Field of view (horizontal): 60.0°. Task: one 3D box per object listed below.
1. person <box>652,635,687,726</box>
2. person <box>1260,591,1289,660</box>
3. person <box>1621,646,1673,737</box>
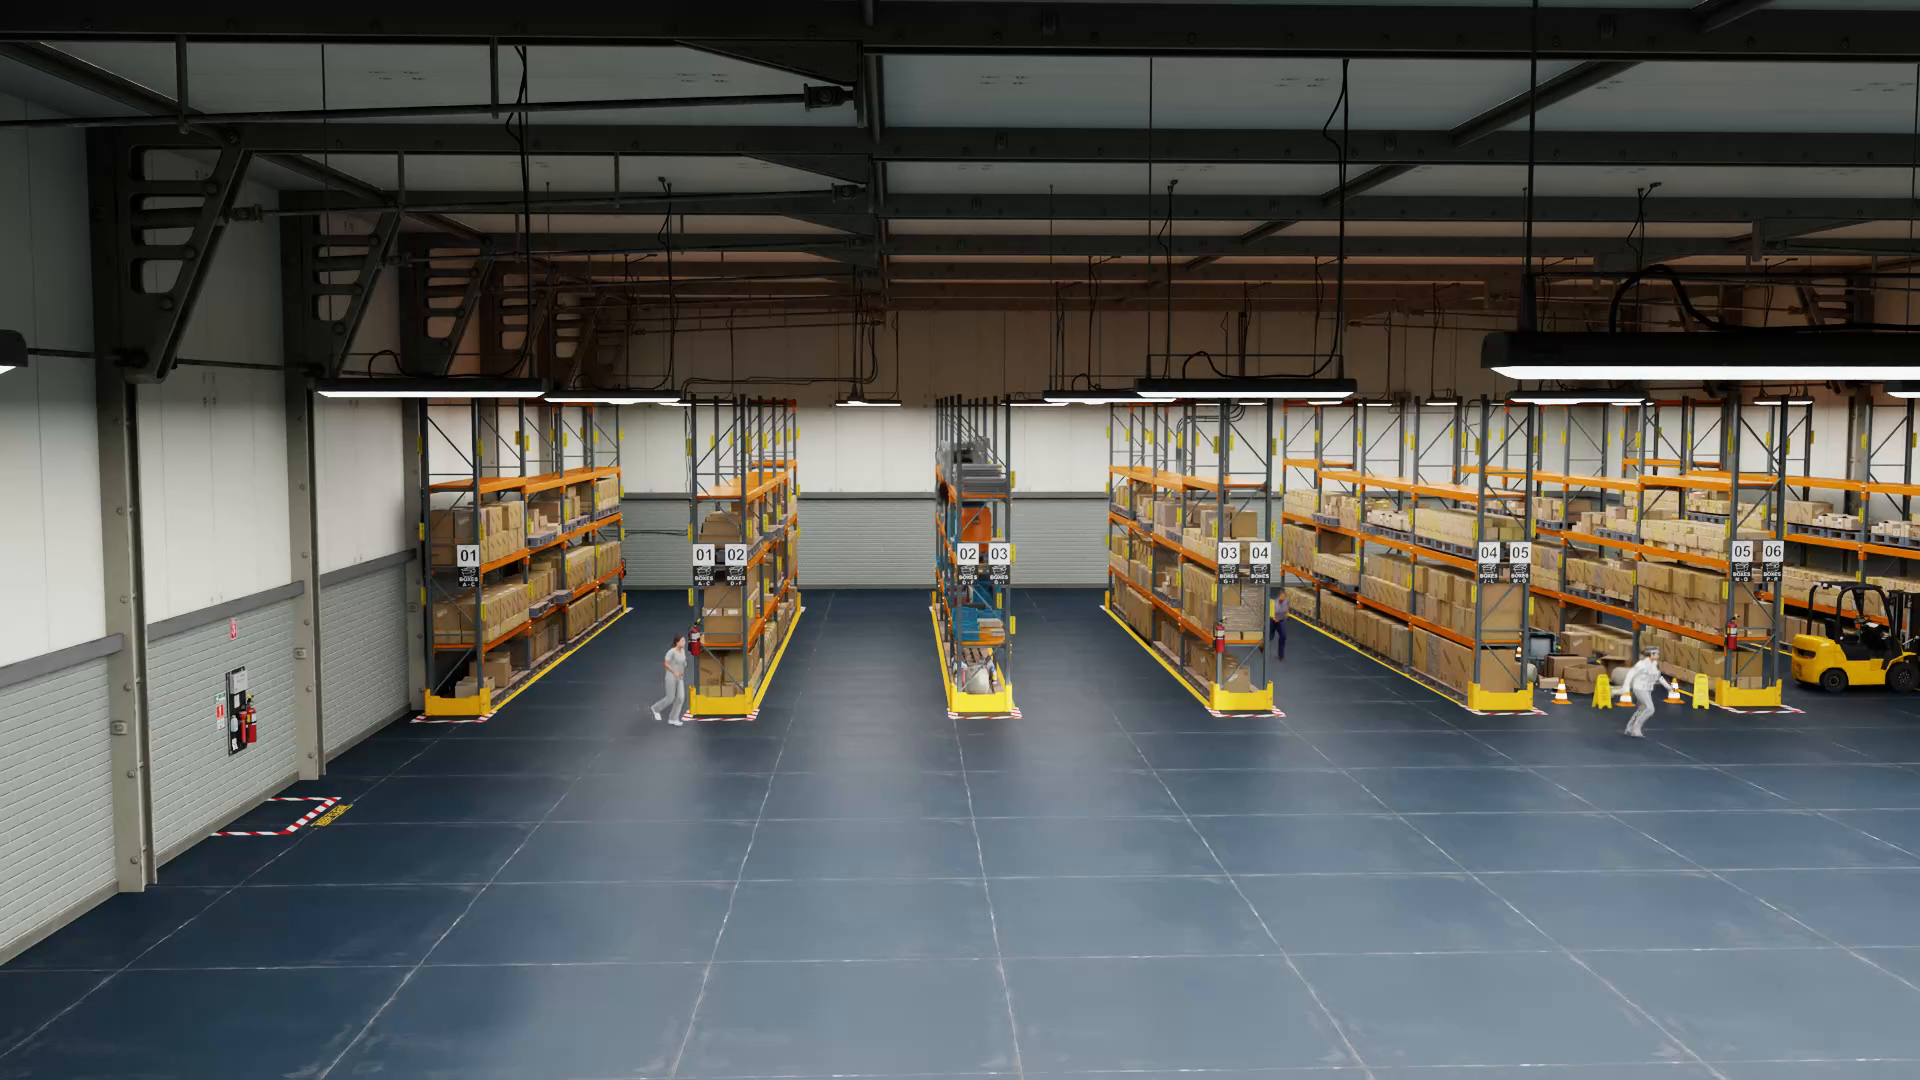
[{"bbox_3d":[-5.246,2.528,30.328,0.748,1.637,0.570,3,6,37],"label":"person"},{"bbox_3d":[7.245,1.952,38.352,0.643,1.599,0.976,-2,5,-24],"label":"person"},{"bbox_3d":[11.946,2.628,28.876,0.590,1.615,0.756,-4,6,-38],"label":"person"}]
